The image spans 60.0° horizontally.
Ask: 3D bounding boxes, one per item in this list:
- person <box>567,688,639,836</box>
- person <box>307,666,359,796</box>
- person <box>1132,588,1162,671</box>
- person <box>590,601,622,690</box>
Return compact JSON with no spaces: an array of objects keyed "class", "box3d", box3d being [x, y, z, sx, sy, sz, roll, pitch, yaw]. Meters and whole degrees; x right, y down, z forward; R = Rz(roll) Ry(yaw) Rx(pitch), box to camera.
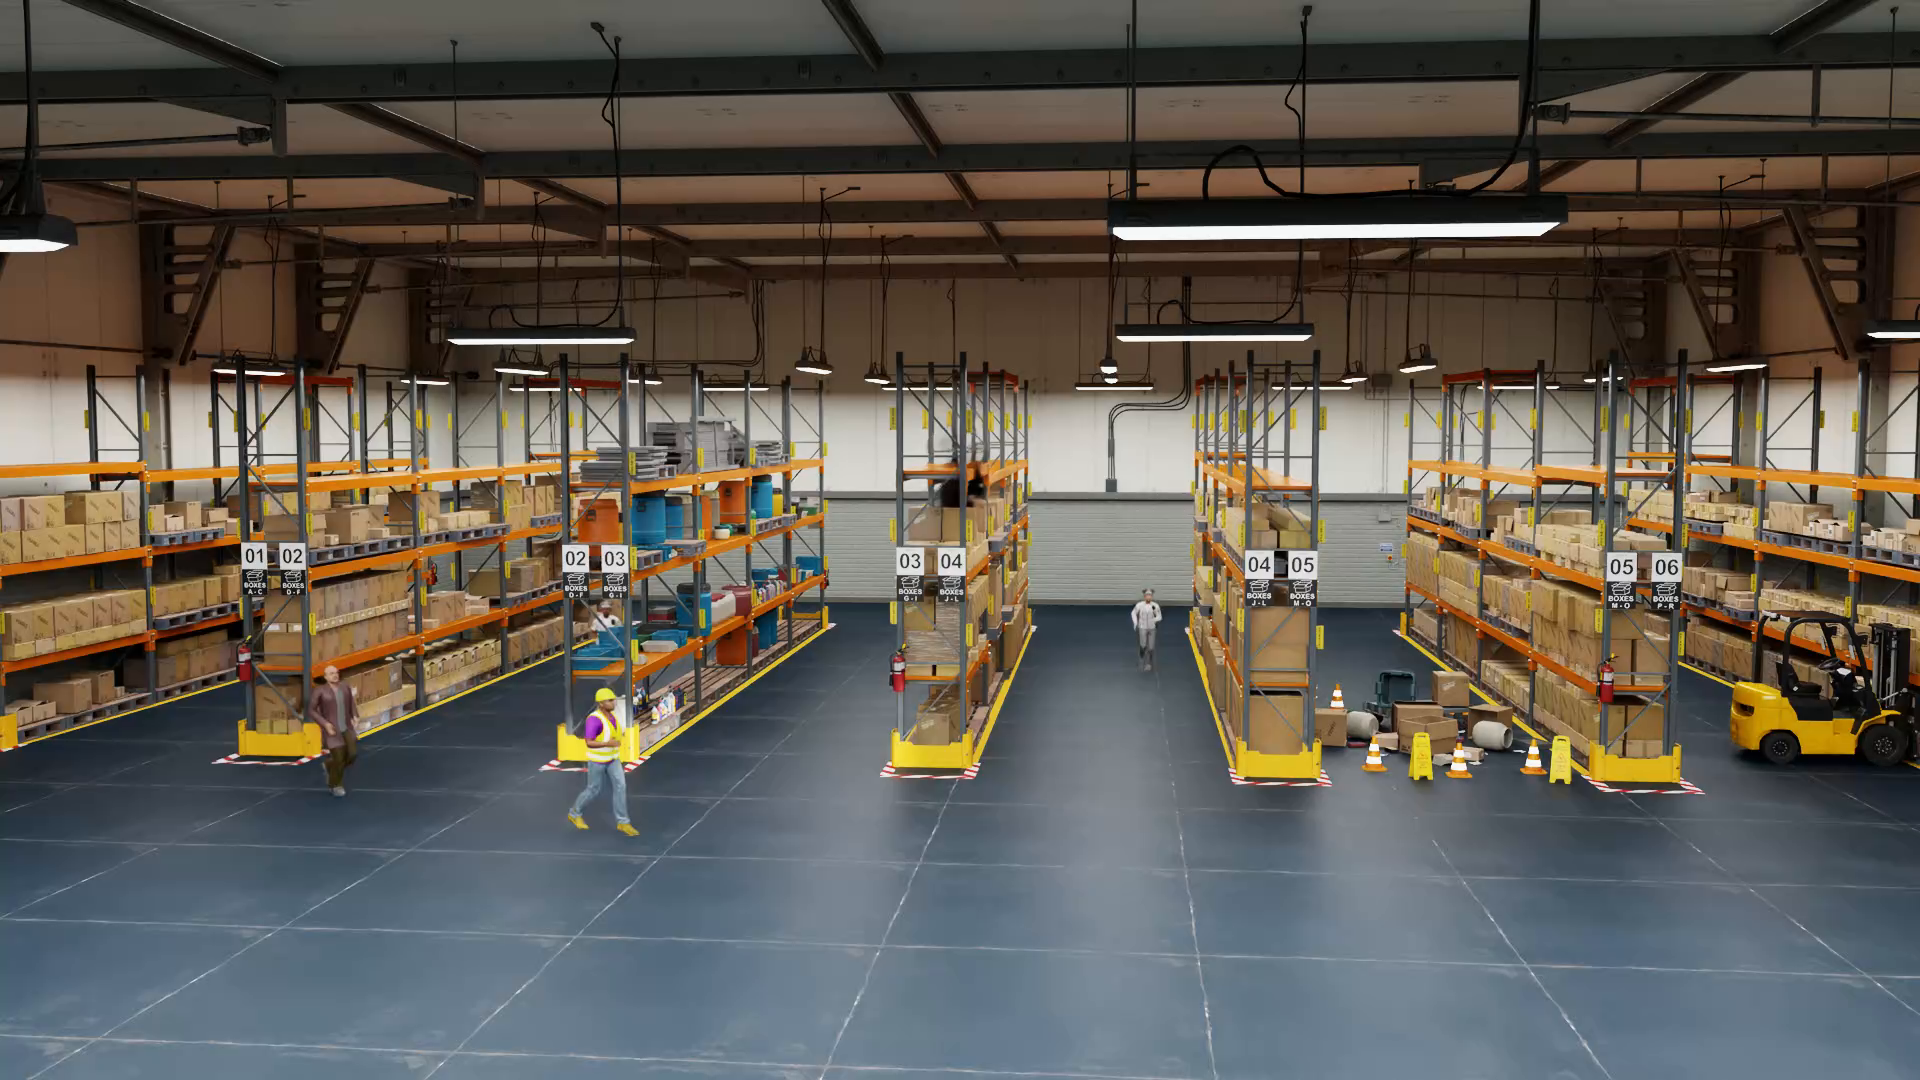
[{"class":"person","box3d":[-4.339,2.675,20.131,0.935,1.781,0.654,2,5,27]},{"class":"person","box3d":[-8.413,2.553,22.365,0.600,1.742,0.711,3,5,37]},{"class":"person","box3d":[3.745,1.791,33.269,0.586,1.666,0.641,0,4,1]},{"class":"person","box3d":[-6.526,1.978,30.680,0.571,1.728,0.846,0,4,-2]}]
